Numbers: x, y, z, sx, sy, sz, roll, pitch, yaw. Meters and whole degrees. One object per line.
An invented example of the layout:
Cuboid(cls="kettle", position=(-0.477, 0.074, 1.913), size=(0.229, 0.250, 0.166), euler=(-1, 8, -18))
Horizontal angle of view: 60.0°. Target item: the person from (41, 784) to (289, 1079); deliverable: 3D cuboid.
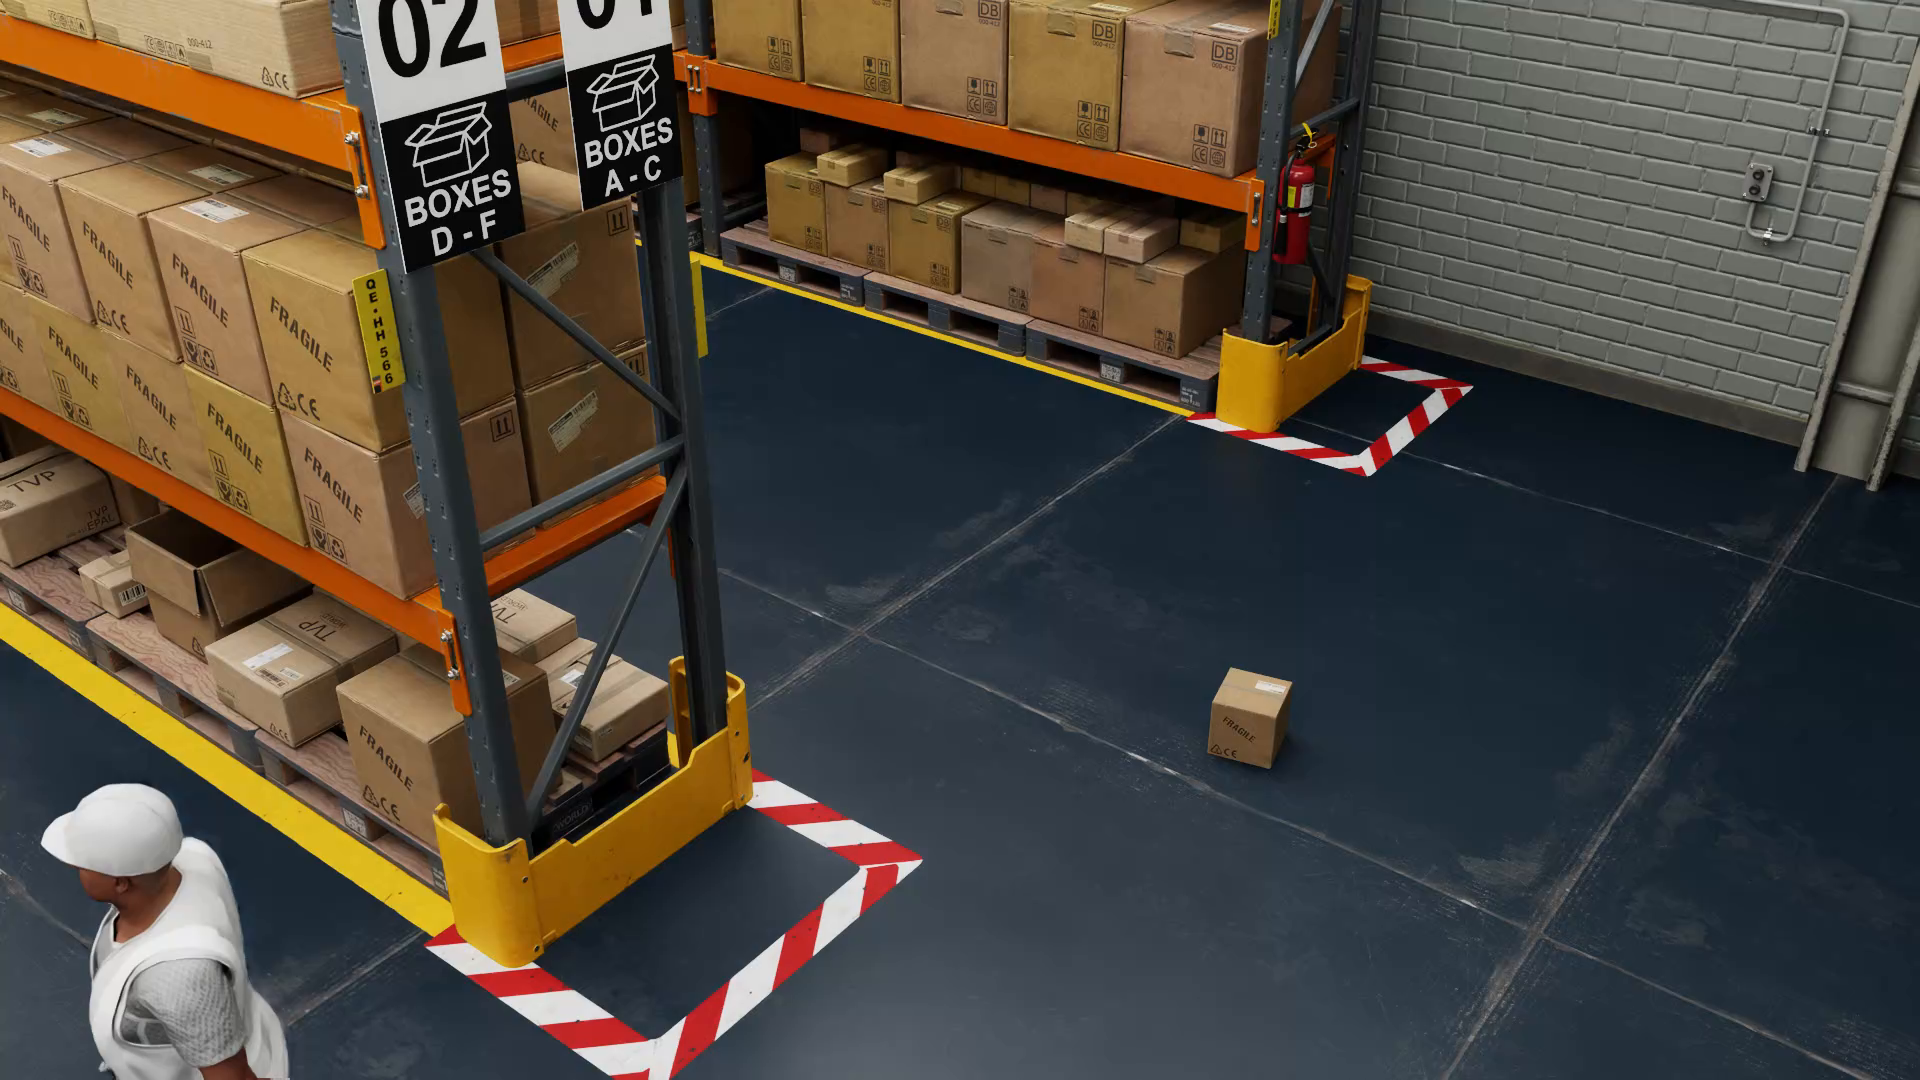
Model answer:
Cuboid(cls="person", position=(-1.845, 1.306, 3.875), size=(0.864, 1.758, 0.615), euler=(-10, 32, -17))
